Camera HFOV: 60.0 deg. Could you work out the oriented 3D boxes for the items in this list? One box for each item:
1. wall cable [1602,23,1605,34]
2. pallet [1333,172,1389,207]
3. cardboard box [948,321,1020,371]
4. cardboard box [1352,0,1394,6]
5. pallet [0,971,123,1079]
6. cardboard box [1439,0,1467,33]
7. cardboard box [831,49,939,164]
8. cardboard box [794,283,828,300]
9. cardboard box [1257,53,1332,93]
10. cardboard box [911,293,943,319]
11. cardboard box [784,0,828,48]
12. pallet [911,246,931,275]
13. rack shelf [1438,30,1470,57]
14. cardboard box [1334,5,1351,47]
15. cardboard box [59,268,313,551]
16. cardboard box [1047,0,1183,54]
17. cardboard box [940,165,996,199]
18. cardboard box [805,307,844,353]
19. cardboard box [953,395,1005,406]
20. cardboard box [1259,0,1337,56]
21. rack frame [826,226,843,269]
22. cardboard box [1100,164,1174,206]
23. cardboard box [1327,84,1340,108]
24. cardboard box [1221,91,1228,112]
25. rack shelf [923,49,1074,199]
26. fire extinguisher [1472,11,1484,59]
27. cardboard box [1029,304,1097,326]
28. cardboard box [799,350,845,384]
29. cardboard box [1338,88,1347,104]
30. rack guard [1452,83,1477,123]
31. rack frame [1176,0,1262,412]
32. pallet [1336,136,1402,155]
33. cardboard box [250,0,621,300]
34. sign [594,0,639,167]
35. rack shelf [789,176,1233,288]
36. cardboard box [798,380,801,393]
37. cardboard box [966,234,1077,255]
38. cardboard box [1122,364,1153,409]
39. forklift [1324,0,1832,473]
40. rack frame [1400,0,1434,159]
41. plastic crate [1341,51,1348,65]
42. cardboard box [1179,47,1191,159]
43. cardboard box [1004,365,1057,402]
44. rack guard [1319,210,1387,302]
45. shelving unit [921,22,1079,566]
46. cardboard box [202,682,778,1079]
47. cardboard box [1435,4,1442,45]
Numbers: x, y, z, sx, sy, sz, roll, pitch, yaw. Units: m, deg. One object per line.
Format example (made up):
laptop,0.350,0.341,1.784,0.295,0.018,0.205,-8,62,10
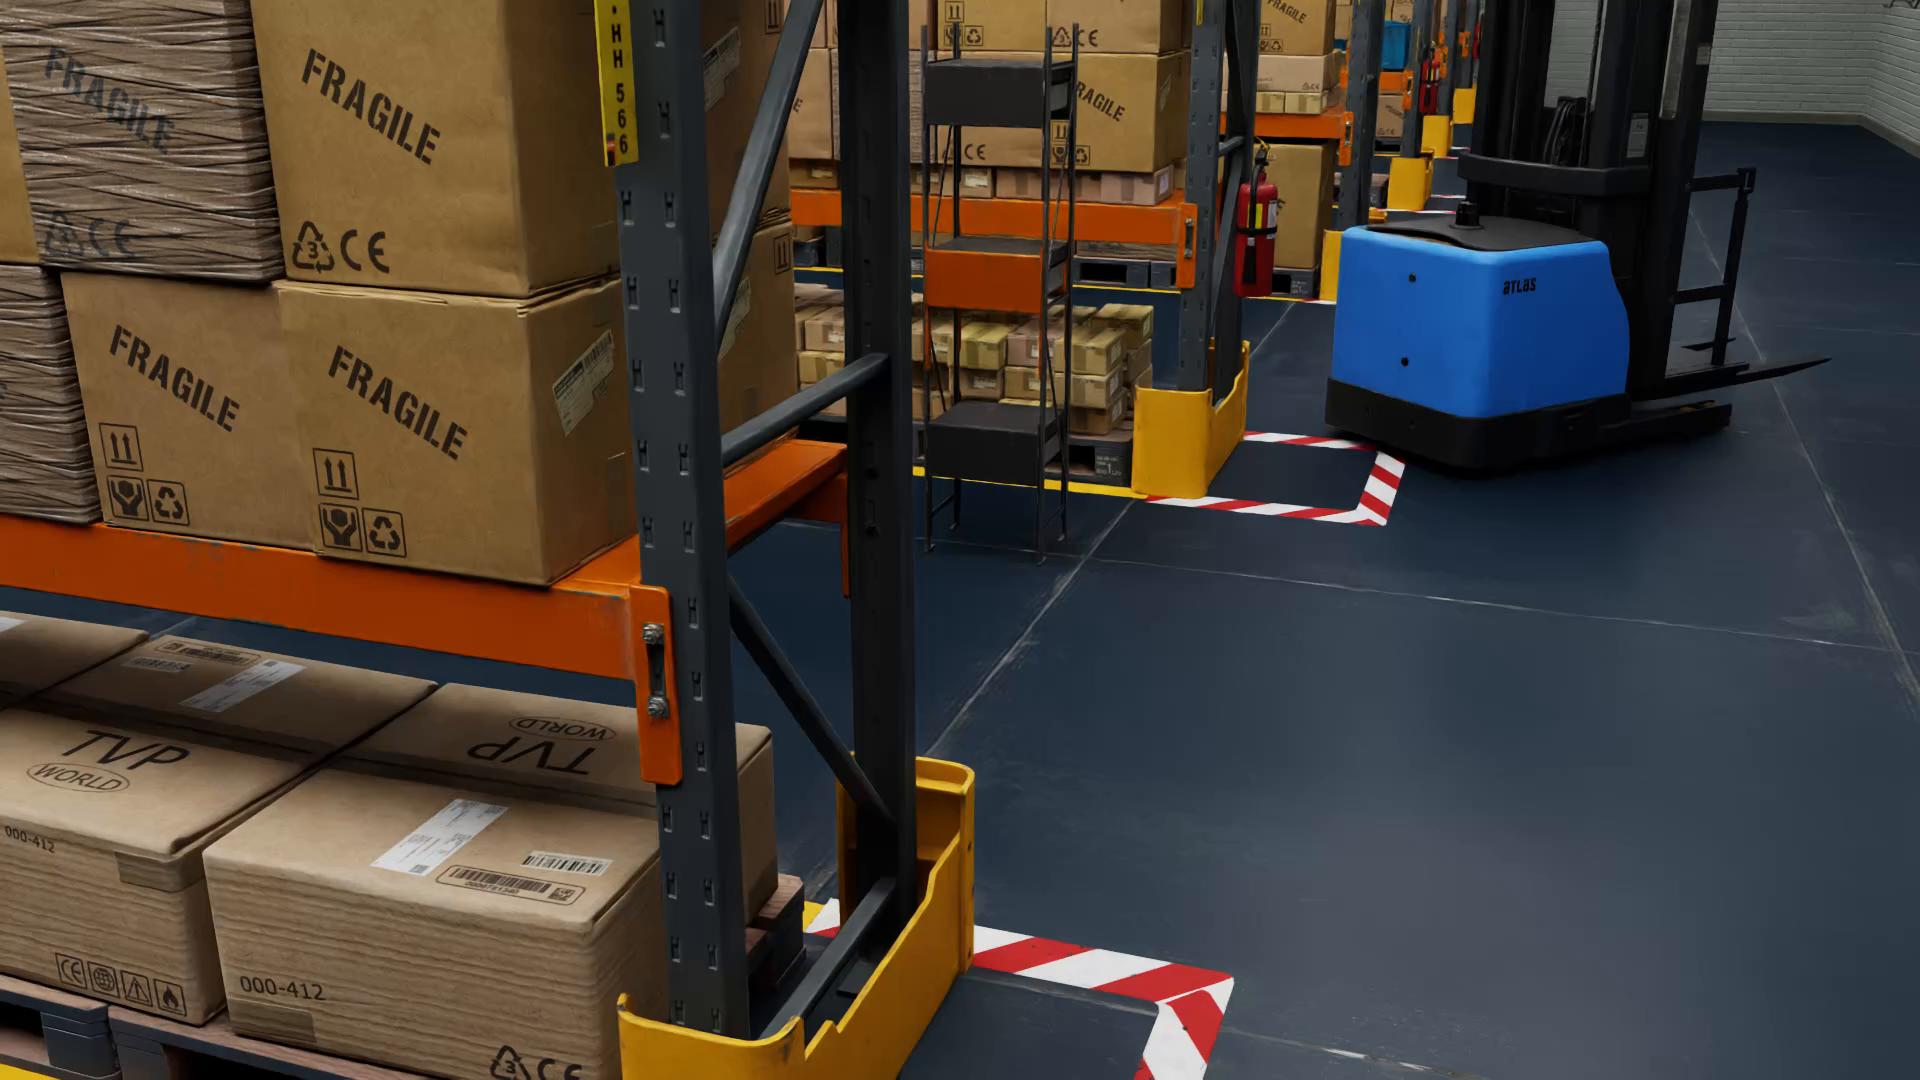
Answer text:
wall cable,9.325,-8.576,25.577,1.851,1.984,0.084,7,20,18
pallet,3.787,-3.644,17.210,1.213,0.211,1.003,7,20,18
cardboard box,0.117,-0.933,7.986,0.250,0.149,0.380,6,20,17
cardboard box,5.194,-6.936,20.745,0.500,0.500,0.500,7,20,20
pallet,-2.254,0.884,4.220,1.213,0.211,1.003,7,20,18
cardboard box,7.320,-8.134,25.397,0.700,0.700,0.980,7,21,21
cardboard box,-0.271,-2.054,7.807,0.500,0.500,0.500,7,20,18
cardboard box,-0.896,-1.278,8.975,0.250,0.149,0.380,6,20,16
cardboard box,2.383,-3.359,11.932,0.500,0.250,0.500,6,20,17
cardboard box,-0.195,-1.177,8.685,0.250,0.149,0.380,7,21,20
cardboard box,-0.782,-2.585,7.811,0.500,0.500,0.500,6,20,16
pallet,-0.158,-2.329,13.436,1.213,0.211,1.003,7,20,18
rack shelf,5.915,-7.816,26.036,4.000,0.370,1.077,7,20,18
cardboard box,4.709,-6.521,21.075,0.500,0.500,0.500,7,20,18
cardboard box,-1.336,-0.314,3.269,0.500,0.500,0.500,6,20,17
cardboard box,0.691,-2.420,7.340,0.500,0.500,0.500,6,20,17
cardboard box,0.091,-1.698,7.773,0.250,0.149,0.380,7,20,20
cardboard box,-0.592,-1.056,8.337,0.250,0.149,0.380,6,20,16
cardboard box,0.142,-0.684,8.175,0.250,0.149,0.380,6,20,18
cardboard box,2.382,-3.714,11.812,0.500,0.500,0.500,7,20,19
rack frame,-0.850,-3.752,13.282,0.127,3.000,1.000,7,20,18
cardboard box,0.804,-1.617,7.540,0.250,0.149,0.380,7,20,18
cardboard box,2.701,-3.342,12.488,0.250,0.149,0.380,7,20,19
cardboard box,2.000,-3.192,12.059,0.250,0.149,0.380,7,20,18
rack shelf,0.156,-1.622,6.453,0.480,0.518,0.431,7,20,18
fire extinguisher,7.796,-7.568,24.913,0.183,0.674,0.296,7,20,18
cardboard box,0.522,-1.076,8.396,0.250,0.149,0.380,7,20,19
cardboard box,-0.608,-0.890,8.314,0.250,0.149,0.380,8,21,21
cardboard box,6.163,-7.111,26.078,0.500,0.500,0.700,6,20,16
rack guard,7.827,-6.757,25.702,0.348,0.500,1.175,7,20,18
rack frame,1.205,-1.788,7.650,0.127,3.000,1.000,7,20,18
pallet,5.357,-5.177,21.607,1.213,0.211,1.003,7,20,18
cardboard box,-0.858,-0.736,2.959,0.500,0.500,0.500,7,20,20
sign,-0.515,-0.730,2.494,0.005,0.325,0.100,7,20,18
rack shelf,-0.684,-1.665,8.388,4.000,0.370,1.077,7,20,18
cardboard box,-0.823,-0.801,8.511,0.250,0.149,0.380,7,20,20
cardboard box,0.597,-2.753,13.008,0.875,0.875,0.875,7,20,18
cardboard box,0.815,-0.797,8.498,0.250,0.149,0.380,7,20,19
forklift,3.422,-2.041,8.477,3.031,2.935,1.130,-11,22,-28
rack frame,4.553,-4.860,16.461,0.127,3.000,1.000,7,20,18
plastic crate,3.724,-4.795,16.585,0.243,0.136,0.396,7,20,18
cardboard box,0.871,-2.111,7.970,0.500,0.500,0.500,8,21,21
cardboard box,0.383,-0.794,8.039,0.250,0.149,0.380,6,20,17
rack guard,2.951,-2.137,12.447,0.348,0.500,1.175,7,20,18
shelving unit,0.156,-0.974,6.679,0.503,2.100,0.431,7,20,18
cardboard box,-0.980,0.733,3.671,0.875,0.438,0.875,6,20,16
cardboard box,5.850,-6.577,21.234,0.500,0.500,0.500,7,20,19
